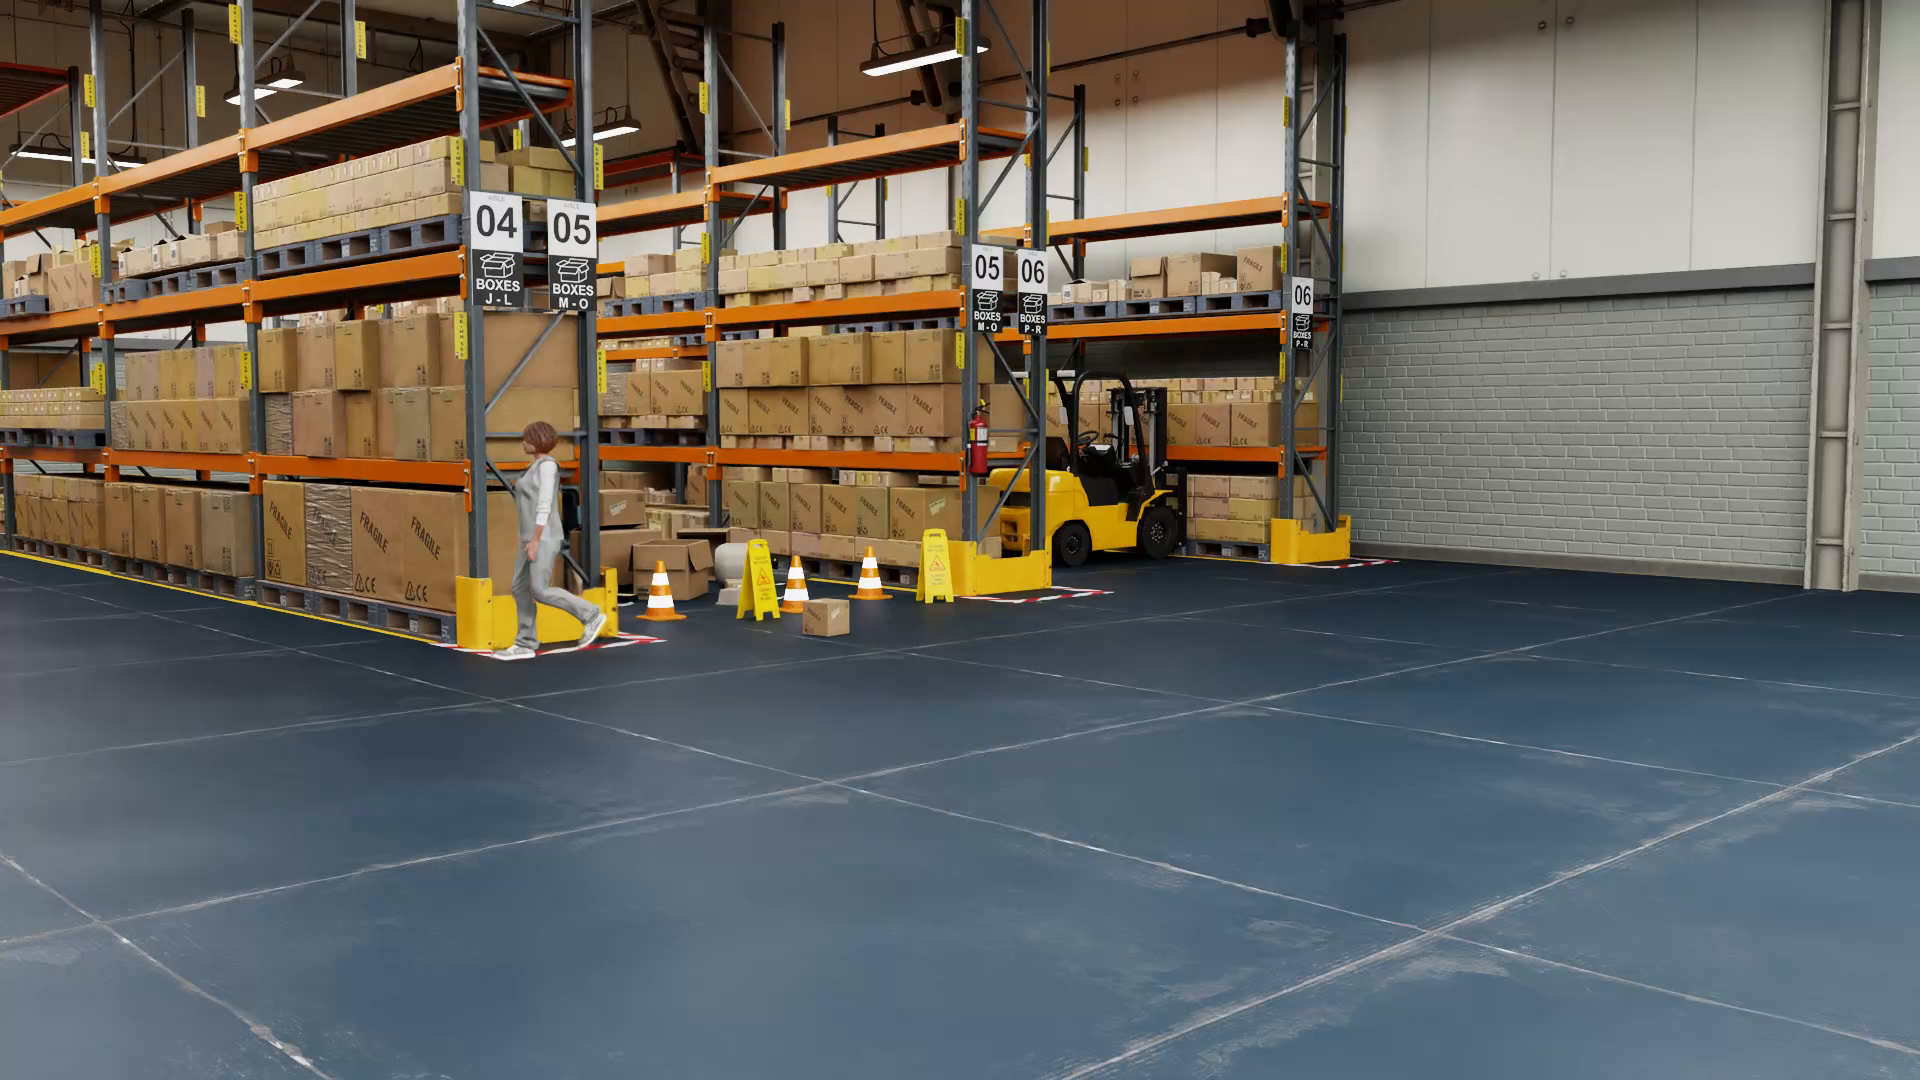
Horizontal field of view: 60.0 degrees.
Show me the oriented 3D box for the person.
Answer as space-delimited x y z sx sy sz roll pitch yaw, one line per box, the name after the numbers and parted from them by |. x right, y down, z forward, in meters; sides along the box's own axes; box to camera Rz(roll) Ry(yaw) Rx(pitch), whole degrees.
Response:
-2.741 0.017 11.060 0.723 1.548 0.413 -2 5 -26 | person
